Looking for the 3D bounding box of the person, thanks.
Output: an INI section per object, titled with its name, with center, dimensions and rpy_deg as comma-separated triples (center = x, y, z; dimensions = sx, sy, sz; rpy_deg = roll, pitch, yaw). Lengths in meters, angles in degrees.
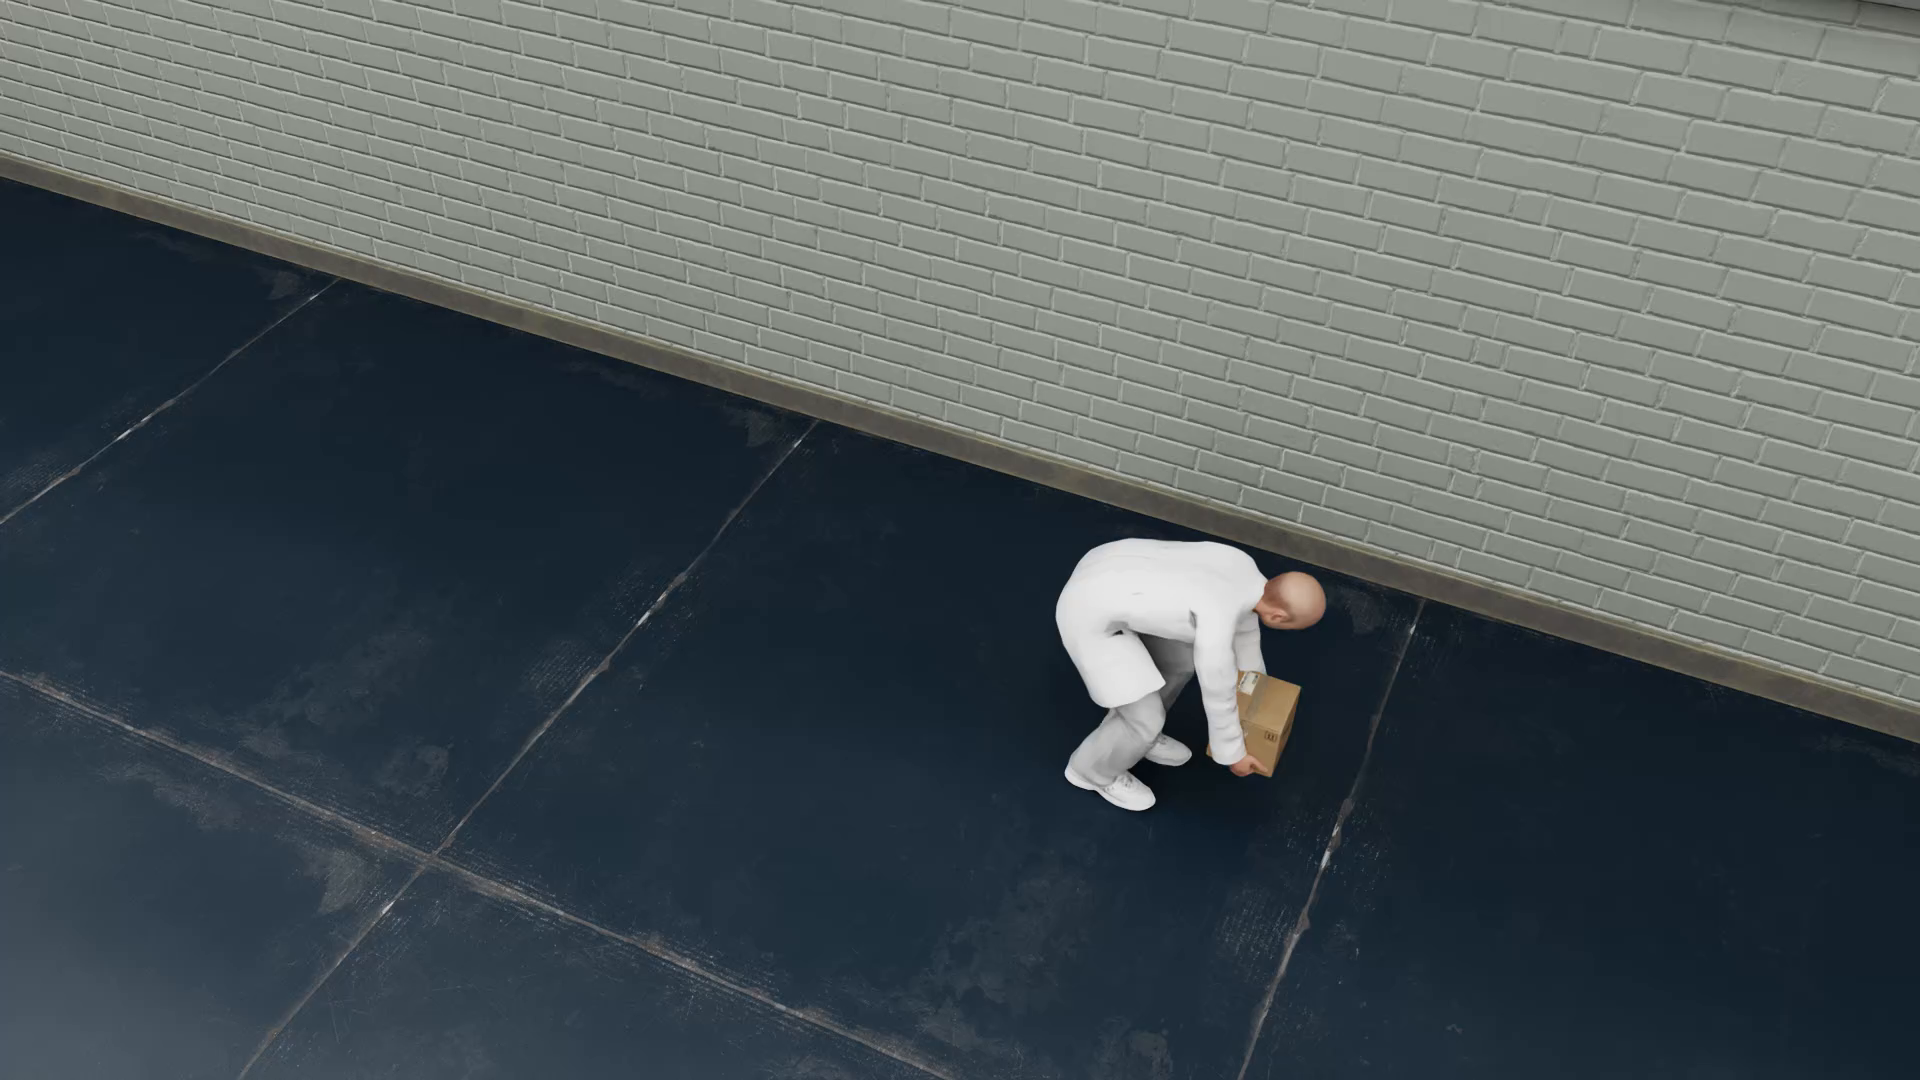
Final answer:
[person]
center = 0.798, 0.507, 6.070
dimensions = 0.930, 1.152, 0.573
rpy_deg = 15, 44, 17
